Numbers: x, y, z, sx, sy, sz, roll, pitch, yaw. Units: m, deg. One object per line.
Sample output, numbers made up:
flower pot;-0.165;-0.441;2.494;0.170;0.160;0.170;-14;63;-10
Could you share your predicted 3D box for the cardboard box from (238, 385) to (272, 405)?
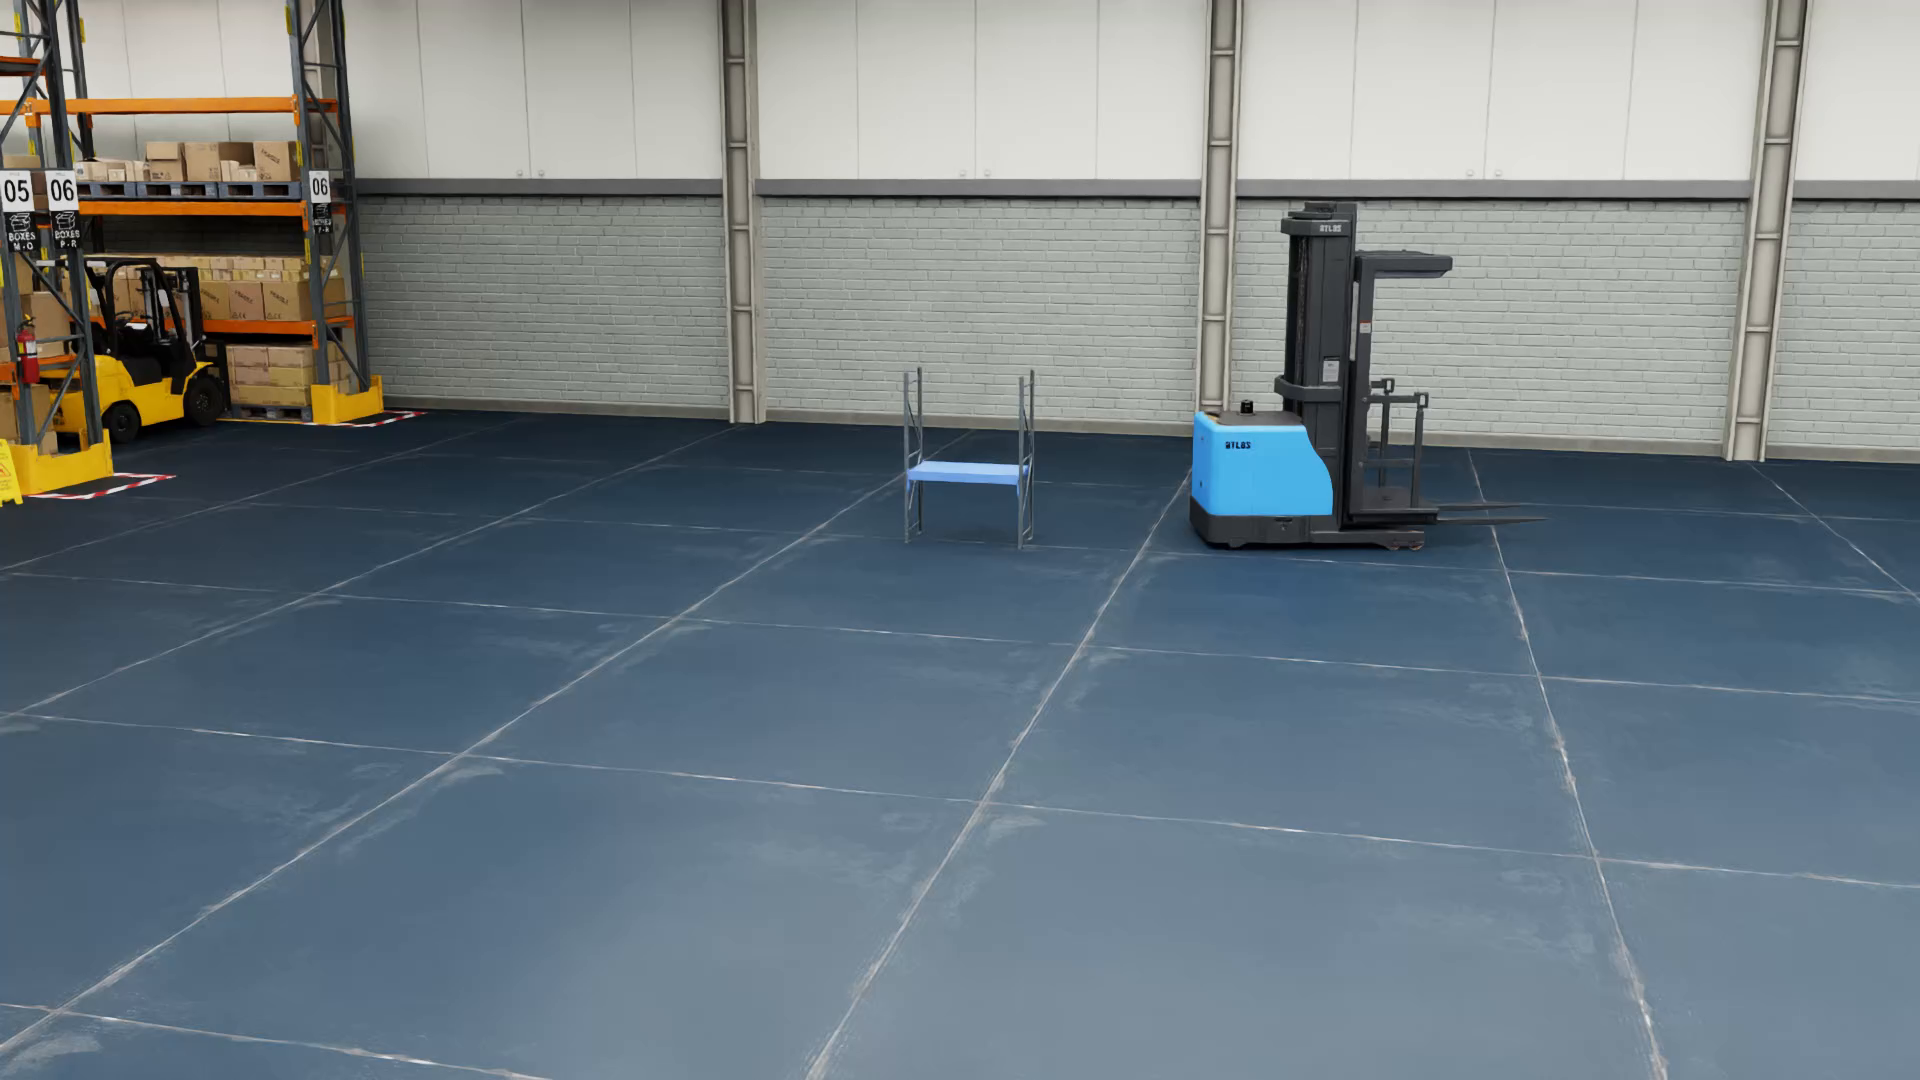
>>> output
cardboard box;-9.140;-1.941;21.938;0.500;0.250;0.500;3;13;14

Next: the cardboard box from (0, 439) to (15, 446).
cardboard box;-10.185;-0.898;17.236;0.500;0.250;0.500;3;13;13

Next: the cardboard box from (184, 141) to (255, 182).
cardboard box;-9.586;-4.906;21.565;0.500;0.500;0.700;3;13;14

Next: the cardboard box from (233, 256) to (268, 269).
cardboard box;-9.257;-3.621;21.713;0.250;0.149;0.380;3;13;14

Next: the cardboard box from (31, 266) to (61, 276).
cardboard box;-12.395;-3.637;22.474;0.250;0.149;0.380;4;13;15

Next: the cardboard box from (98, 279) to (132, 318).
cardboard box;-11.133;-3.248;22.217;0.500;0.500;0.500;3;13;15

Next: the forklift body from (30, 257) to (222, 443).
forklift body;-10.405;-2.393;20.556;1.214;2.155;2.313;3;13;14

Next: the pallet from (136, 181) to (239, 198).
pallet;-9.996;-4.619;21.908;1.213;0.211;1.003;3;13;14

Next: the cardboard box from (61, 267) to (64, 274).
cardboard box;-12.300;-3.729;22.890;0.250;0.149;0.380;3;13;12

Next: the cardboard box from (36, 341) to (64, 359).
cardboard box;-9.593;-1.988;17.347;0.250;0.149;0.380;3;13;14

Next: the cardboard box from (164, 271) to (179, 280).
cardboard box;-10.268;-3.510;21.900;0.250;0.149;0.380;3;13;12

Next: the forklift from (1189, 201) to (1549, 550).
forklift;3.628;-1.460;14.546;3.031;2.935;1.130;0;13;-2

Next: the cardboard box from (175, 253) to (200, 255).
cardboard box;-10.393;-3.785;22.454;0.250;0.149;0.380;3;13;13

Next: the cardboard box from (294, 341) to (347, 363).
cardboard box;-8.548;-2.509;22.186;0.500;0.250;0.500;3;13;13

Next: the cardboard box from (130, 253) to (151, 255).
cardboard box;-11.134;-3.826;22.637;0.250;0.149;0.380;3;13;13

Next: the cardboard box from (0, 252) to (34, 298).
cardboard box;-9.861;-2.712;16.805;0.500;0.500;0.700;3;13;12

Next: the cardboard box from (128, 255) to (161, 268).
cardboard box;-10.763;-3.684;21.997;0.250;0.149;0.380;3;13;13

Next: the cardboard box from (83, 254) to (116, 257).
cardboard box;-11.492;-3.742;22.257;0.250;0.149;0.380;3;13;14

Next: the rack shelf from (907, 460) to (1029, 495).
rack shelf;0.083;-0.552;14.590;1.000;0.185;0.538;3;13;14

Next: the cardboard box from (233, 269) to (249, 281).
cardboard box;-9.261;-3.466;21.703;0.250;0.149;0.380;3;13;13

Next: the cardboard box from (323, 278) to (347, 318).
cardboard box;-8.542;-3.226;22.118;0.500;0.500;0.500;3;13;15

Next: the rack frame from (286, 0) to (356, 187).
rack frame;-8.127;-6.022;21.100;0.127;3.000;1.000;3;13;14

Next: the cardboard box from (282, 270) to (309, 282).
cardboard box;-8.531;-3.418;21.484;0.250;0.149;0.380;3;13;14

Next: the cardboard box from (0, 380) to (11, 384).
cardboard box;-13.271;-2.413;23.197;0.625;0.625;0.875;3;13;13

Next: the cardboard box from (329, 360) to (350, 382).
cardboard box;-8.534;-2.268;22.255;0.500;0.250;0.500;3;13;15

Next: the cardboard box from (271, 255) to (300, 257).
cardboard box;-8.908;-3.698;22.059;0.250;0.149;0.380;3;13;15

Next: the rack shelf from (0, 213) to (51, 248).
rack shelf;-11.255;-3.266;17.265;4.000;0.370;1.077;3;13;14

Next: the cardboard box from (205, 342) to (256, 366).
cardboard box;-9.638;-2.452;21.928;0.500;0.250;0.500;3;13;14

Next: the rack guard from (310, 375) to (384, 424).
rack guard;-8.104;-1.872;22.015;0.348;0.500;1.175;3;13;14

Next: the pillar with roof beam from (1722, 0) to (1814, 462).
pillar with roof beam;7.857;-4.408;13.826;0.400;9.000;9.100;3;13;14

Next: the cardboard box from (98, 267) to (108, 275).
cardboard box;-11.253;-3.574;22.187;0.250;0.149;0.380;3;13;13

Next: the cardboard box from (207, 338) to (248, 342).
cardboard box;-10.013;-2.590;22.553;0.500;0.250;0.500;3;13;12

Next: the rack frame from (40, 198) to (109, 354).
rack frame;-12.011;-3.301;22.685;0.127;3.000;1.000;3;13;14

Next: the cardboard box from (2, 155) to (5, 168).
cardboard box;-9.712;-3.736;16.459;0.250;0.149;0.380;3;13;14

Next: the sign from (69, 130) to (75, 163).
sign;-9.183;-4.054;17.139;0.005;0.325;0.100;3;13;14

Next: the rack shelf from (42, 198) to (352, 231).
rack shelf;-10.069;-4.310;21.971;4.000;0.370;1.077;3;13;14

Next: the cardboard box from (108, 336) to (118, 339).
cardboard box;-11.487;-2.667;22.898;0.500;0.250;0.500;3;13;15

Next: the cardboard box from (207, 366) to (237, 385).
cardboard box;-9.665;-2.210;21.994;0.500;0.250;0.500;3;13;12

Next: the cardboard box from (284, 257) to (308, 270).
cardboard box;-8.525;-3.578;21.520;0.250;0.149;0.380;3;13;14

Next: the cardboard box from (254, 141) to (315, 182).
cardboard box;-8.615;-4.832;21.230;0.500;0.500;0.500;3;13;15

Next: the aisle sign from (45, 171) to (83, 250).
aisle sign;-9.178;-3.380;17.042;0.004;0.787;0.394;3;13;14

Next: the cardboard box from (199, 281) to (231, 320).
cardboard box;-9.667;-3.168;21.855;0.500;0.500;0.500;3;13;12

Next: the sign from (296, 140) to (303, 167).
sign;-8.271;-4.838;20.826;0.005;0.325;0.100;3;13;14

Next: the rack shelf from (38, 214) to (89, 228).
rack shelf;-13.952;-4.518;22.906;4.000;0.370;1.077;3;13;14

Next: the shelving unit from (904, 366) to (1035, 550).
shelving unit;0.083;-0.728;14.551;1.048;1.500;0.538;3;13;14

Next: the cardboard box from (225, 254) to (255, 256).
cardboard box;-9.638;-3.756;22.324;0.250;0.149;0.380;3;13;12

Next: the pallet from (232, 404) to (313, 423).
pallet;-8.880;-1.763;22.191;1.213;0.211;1.003;3;13;14

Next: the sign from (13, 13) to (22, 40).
sign;-12.129;-6.609;21.409;0.005;0.325;0.100;3;13;14

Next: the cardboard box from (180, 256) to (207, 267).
cardboard box;-10.016;-3.656;21.874;0.250;0.149;0.380;3;13;14

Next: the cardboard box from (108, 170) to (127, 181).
cardboard box;-10.902;-4.769;21.759;0.250;0.149;0.380;3;13;15

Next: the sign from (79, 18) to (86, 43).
sign;-11.854;-6.878;22.438;0.005;0.325;0.100;3;13;14

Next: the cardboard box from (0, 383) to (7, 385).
cardboard box;-10.562;-1.405;17.789;0.500;0.500;0.500;3;13;11

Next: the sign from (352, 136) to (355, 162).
sign;-7.988;-5.139;21.846;0.005;0.325;0.100;3;13;14
